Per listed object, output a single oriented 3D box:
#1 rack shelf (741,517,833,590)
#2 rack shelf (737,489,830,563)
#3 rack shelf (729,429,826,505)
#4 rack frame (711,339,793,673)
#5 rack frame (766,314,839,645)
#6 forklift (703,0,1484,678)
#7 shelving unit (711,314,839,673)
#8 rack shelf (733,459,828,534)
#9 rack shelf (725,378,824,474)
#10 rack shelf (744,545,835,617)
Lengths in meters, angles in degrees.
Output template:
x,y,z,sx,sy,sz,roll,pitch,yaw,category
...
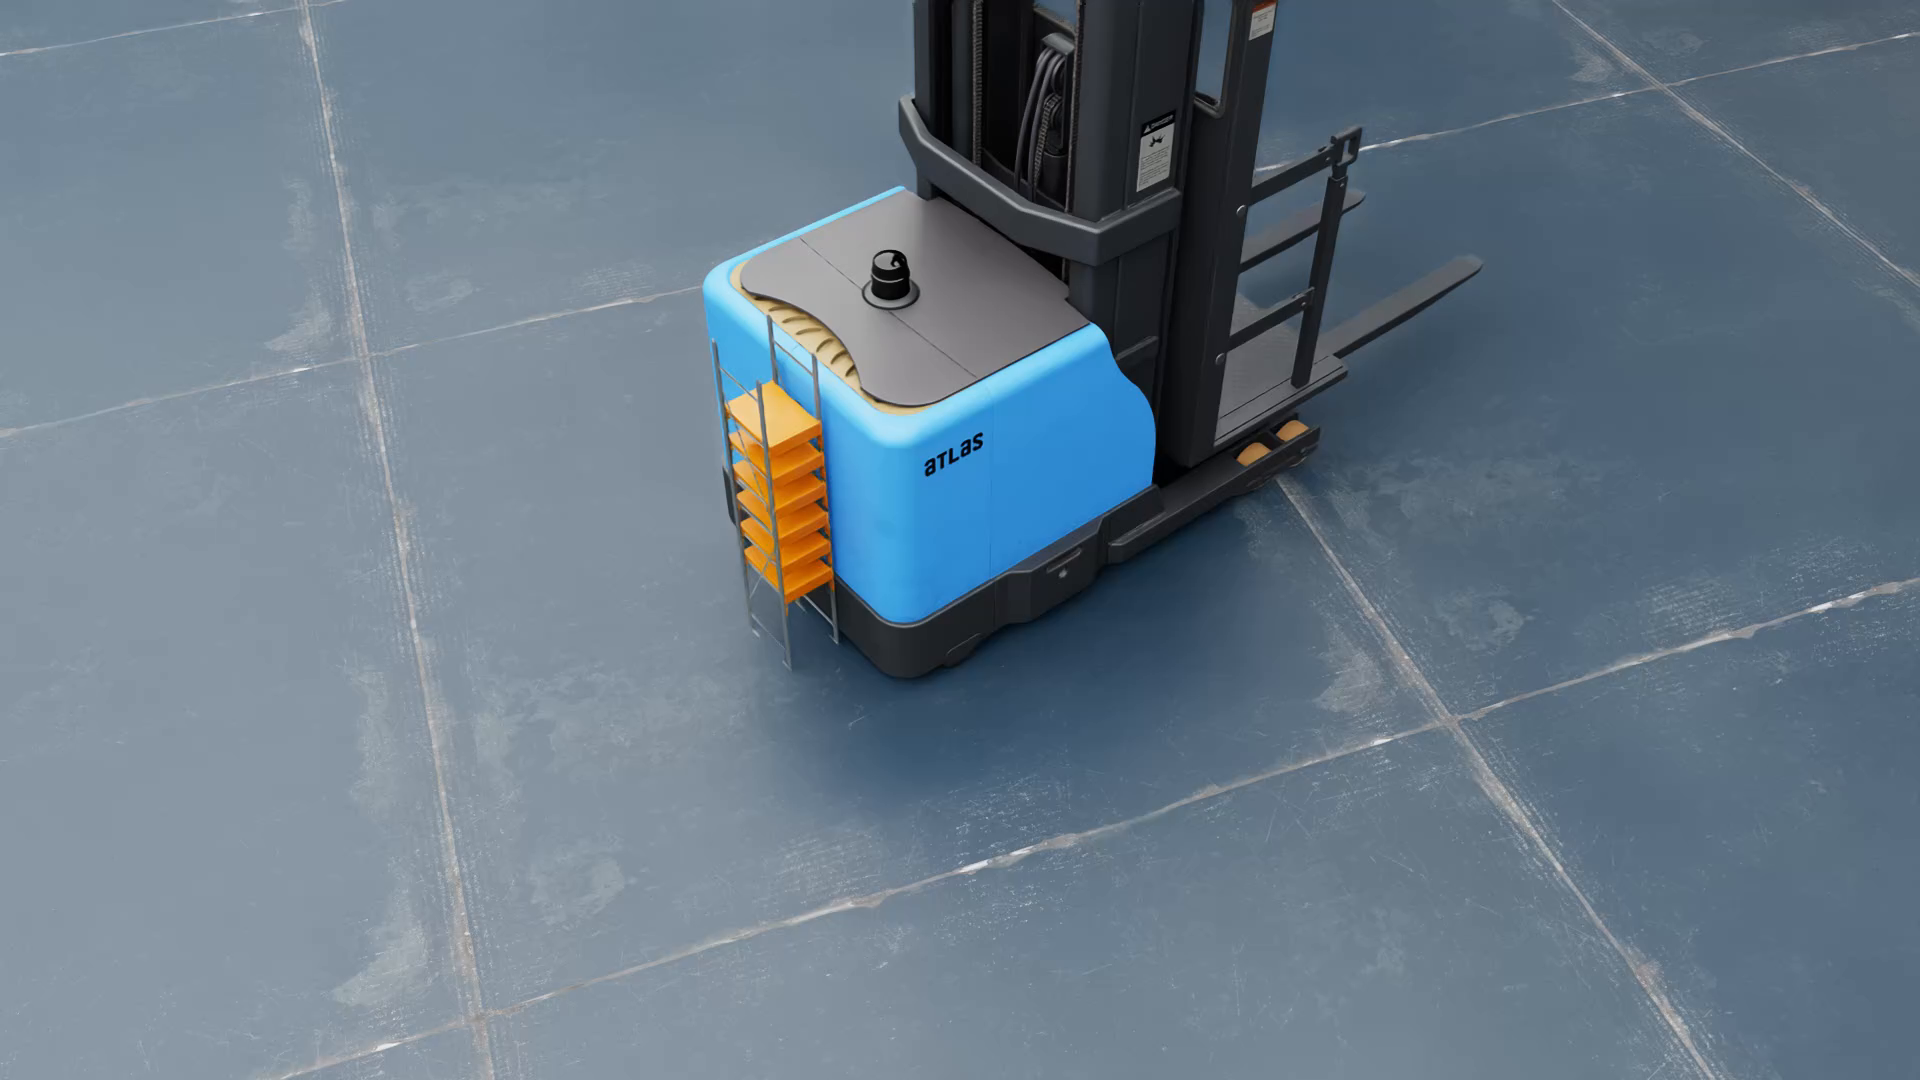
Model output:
x,y,z,sx,sy,sz,roll,pitch,yaw,category
-0.541,0.009,5.126,0.180,0.103,0.258,-30,52,-26,rack shelf
-0.541,-0.076,5.041,0.180,0.103,0.258,-30,52,-26,rack shelf
-0.541,-0.245,4.871,0.180,0.103,0.258,-30,52,-26,rack shelf
-0.612,-0.066,4.969,0.006,1.200,0.240,-30,52,-26,rack frame
-0.470,-0.147,5.050,0.006,1.200,0.240,-30,52,-26,rack frame
0.667,-1.479,5.155,3.031,2.935,1.130,-30,52,-26,forklift
-0.541,-0.107,5.009,0.189,1.200,0.258,-30,52,-26,shelving unit
-0.541,-0.160,4.956,0.180,0.103,0.258,-30,52,-26,rack shelf
-0.541,-0.330,4.786,0.180,0.103,0.258,-30,52,-26,rack shelf
-0.541,0.094,5.211,0.180,0.103,0.258,-30,52,-26,rack shelf
